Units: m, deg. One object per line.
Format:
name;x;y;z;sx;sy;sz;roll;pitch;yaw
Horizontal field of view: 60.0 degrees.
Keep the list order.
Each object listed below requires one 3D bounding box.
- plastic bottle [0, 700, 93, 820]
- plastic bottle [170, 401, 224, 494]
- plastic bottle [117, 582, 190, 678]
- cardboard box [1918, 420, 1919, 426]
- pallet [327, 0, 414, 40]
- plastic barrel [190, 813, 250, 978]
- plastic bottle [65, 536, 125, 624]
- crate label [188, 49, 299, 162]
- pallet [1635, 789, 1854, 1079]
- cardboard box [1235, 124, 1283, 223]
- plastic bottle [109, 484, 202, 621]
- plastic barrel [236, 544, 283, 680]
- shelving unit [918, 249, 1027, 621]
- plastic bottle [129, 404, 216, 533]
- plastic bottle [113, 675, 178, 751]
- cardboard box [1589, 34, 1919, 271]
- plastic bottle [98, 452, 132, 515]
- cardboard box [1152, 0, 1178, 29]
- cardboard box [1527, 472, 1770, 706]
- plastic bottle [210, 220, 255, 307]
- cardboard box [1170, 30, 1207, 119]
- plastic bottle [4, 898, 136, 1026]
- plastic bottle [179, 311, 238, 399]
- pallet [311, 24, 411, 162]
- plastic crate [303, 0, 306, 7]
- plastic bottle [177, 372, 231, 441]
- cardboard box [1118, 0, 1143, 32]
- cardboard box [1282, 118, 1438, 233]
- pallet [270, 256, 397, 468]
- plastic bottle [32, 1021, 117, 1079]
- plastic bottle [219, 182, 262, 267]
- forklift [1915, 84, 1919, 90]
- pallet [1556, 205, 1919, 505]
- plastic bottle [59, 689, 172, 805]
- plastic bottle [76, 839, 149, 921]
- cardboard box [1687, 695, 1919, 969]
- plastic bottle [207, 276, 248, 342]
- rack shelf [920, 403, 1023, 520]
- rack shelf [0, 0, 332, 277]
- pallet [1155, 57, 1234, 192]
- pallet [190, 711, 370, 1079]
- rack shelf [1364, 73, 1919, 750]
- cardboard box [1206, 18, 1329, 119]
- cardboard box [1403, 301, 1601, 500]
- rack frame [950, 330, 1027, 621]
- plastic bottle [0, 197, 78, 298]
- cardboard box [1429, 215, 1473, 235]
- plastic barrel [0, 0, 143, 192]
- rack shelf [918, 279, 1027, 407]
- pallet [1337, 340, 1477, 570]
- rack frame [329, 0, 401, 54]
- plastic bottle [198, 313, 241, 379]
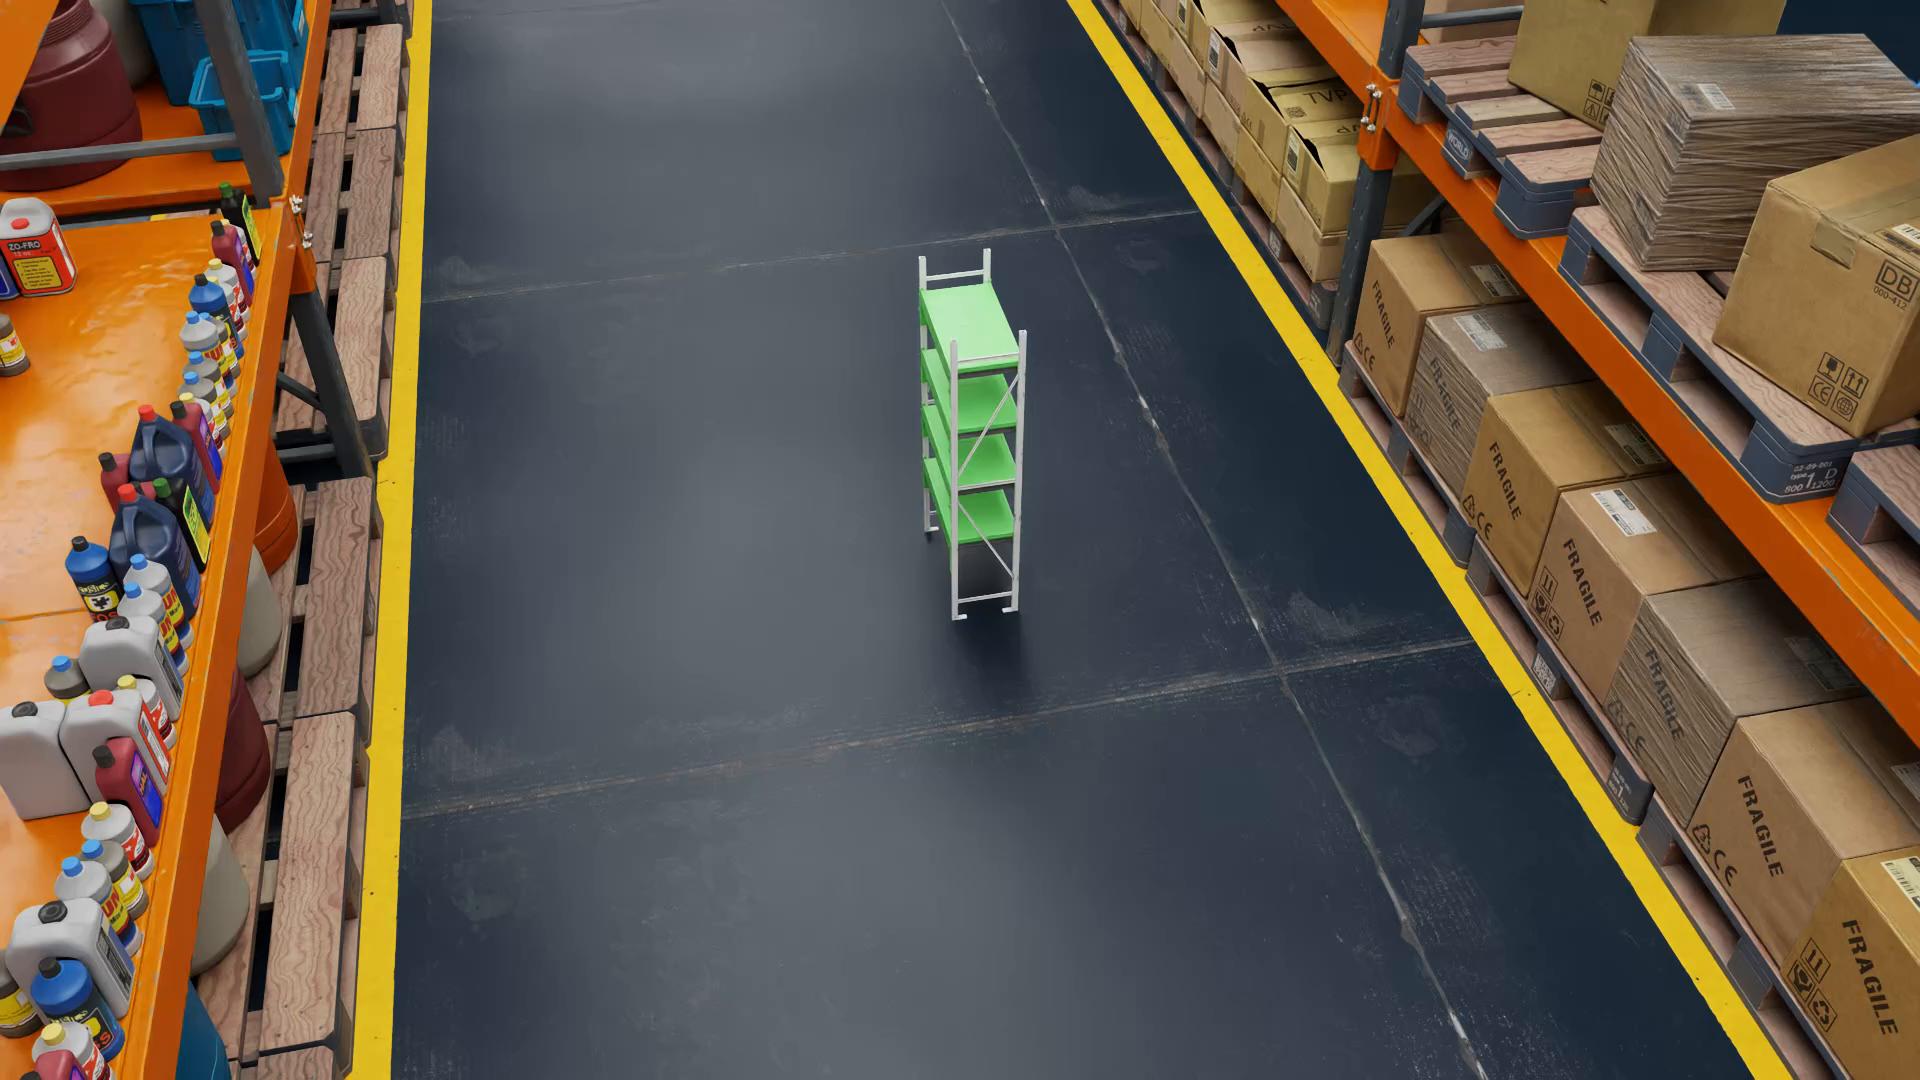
plastic bottle;-1.977;0.456;3.570;0.152;0.276;0.135;-8;42;-9
plastic bottle;-2.014;-0.265;4.376;0.061;0.283;0.133;-8;42;-9
plastic bottle;-1.877;0.206;3.855;0.097;0.271;0.097;0;42;0
cardboard box;2.842;-0.335;3.976;0.700;0.500;0.500;-2;42;-2
pallet;-3.732;-3.242;9.743;1.003;0.211;1.213;-8;42;-9
plastic barrel;-2.189;0.923;4.508;0.421;0.512;0.421;0;42;0
plastic bottle;-2.060;0.101;3.974;0.097;0.271;0.097;0;42;0
crate label;-2.489;-1.514;5.823;0.303;0.233;0.416;-8;42;-9
pallet;2.724;1.156;4.788;1.003;0.211;1.213;-8;42;-9
cardboard box;1.607;-1.726;7.690;0.500;0.250;0.500;-9;42;-10
plastic bottle;-1.951;0.026;3.999;0.144;0.351;0.185;-8;42;-9
plastic barrel;-2.433;0.191;5.333;0.421;0.512;0.421;0;42;0
shelving unit;0.036;-0.341;5.731;0.258;1.200;0.503;-8;42;-9
plastic bottle;-2.020;-0.181;4.231;0.144;0.351;0.185;-8;42;-9
plastic bottle;-1.827;0.383;3.709;0.097;0.201;0.097;0;42;0
cardboard box;2.330;-1.140;4.883;0.700;0.500;0.500;-1;42;-1
plastic bottle;-2.115;-0.124;4.218;0.061;0.283;0.133;-8;42;-9
cardboard box;1.271;-2.925;8.618;0.500;0.311;0.500;-10;43;-11
cardboard box;2.232;0.151;5.372;0.500;0.500;0.500;-10;43;-11
plastic bottle;-2.211;-0.856;5.043;0.061;0.283;0.133;-8;42;-9
cardboard box;1.387;-2.385;8.433;0.500;0.250;0.500;-8;42;-8
plastic bottle;-1.708;0.797;3.186;0.152;0.276;0.135;-8;42;-9
plastic bottle;-2.120;-0.522;4.675;0.097;0.271;0.097;0;42;0
pallet;-3.420;-2.297;8.678;1.003;0.211;1.213;-8;42;-9
plastic crate;-2.814;-2.365;6.607;0.402;0.464;0.583;-8;42;-9
plastic bottle;-2.078;-0.369;4.556;0.097;0.201;0.097;0;42;0
cardboard box;1.164;-3.051;9.182;0.500;0.250;0.500;-7;42;-8
cardboard box;1.720;-1.600;7.126;0.500;0.311;0.500;-7;42;-8
pallet;-2.894;-0.715;6.897;1.003;0.211;1.213;-8;42;-9
plastic bottle;-1.635;0.959;3.059;0.097;0.201;0.097;0;42;0
plastic bottle;-2.260;-1.005;5.211;0.061;0.283;0.133;-8;42;-9
forklift;4.949;-2.196;6.516;3.031;2.935;1.130;-22;46;-23
pallet;2.497;-0.626;4.840;1.003;0.211;1.213;-8;42;-9
plastic bottle;-1.829;0.434;3.595;0.152;0.276;0.135;-8;42;-9
plastic bottle;-1.727;0.683;3.371;0.097;0.201;0.097;0;42;0
cardboard box;2.452;0.805;4.635;0.500;0.500;0.500;-8;42;-9
plastic bottle;-2.183;-0.685;4.912;0.097;0.201;0.097;0;42;0
rack shelf;0.036;-0.294;5.773;0.258;0.148;0.480;-8;42;-9
rack shelf;-3.196;-2.278;7.098;1.077;0.370;4.000;-8;42;-9
pallet;1.674;-2.243;8.618;1.003;0.211;1.213;-8;42;-9
pallet;-2.294;1.087;4.867;1.003;0.211;1.213;-8;42;-9
rack shelf;2.505;-0.392;4.974;1.077;0.370;4.000;-8;42;-9
cardboard box;1.495;-2.264;7.873;0.500;0.311;0.500;-9;42;-10
cardboard box;2.011;-0.513;6.120;0.500;0.500;0.500;-10;43;-11
rack frame;0.088;-0.183;5.553;0.240;1.200;0.015;-8;42;-9
plastic bottle;-2.838;-0.899;5.096;0.152;0.276;0.135;-8;42;-9
cardboard box;2.247;-1.468;7.399;0.500;0.250;0.500;-8;42;-9
plastic barrel;-3.160;-1.558;5.644;0.600;0.536;0.708;-8;42;-9
rack shelf;0.036;-0.653;5.455;0.258;0.148;0.480;-8;42;-9
pallet;2.197;-0.425;6.570;1.003;0.211;1.213;-8;42;-9
rack frame;-3.628;-3.843;8.320;1.000;3.000;0.127;-8;42;-9
plastic bottle;-2.141;-0.559;4.769;0.097;0.201;0.097;0;42;0
